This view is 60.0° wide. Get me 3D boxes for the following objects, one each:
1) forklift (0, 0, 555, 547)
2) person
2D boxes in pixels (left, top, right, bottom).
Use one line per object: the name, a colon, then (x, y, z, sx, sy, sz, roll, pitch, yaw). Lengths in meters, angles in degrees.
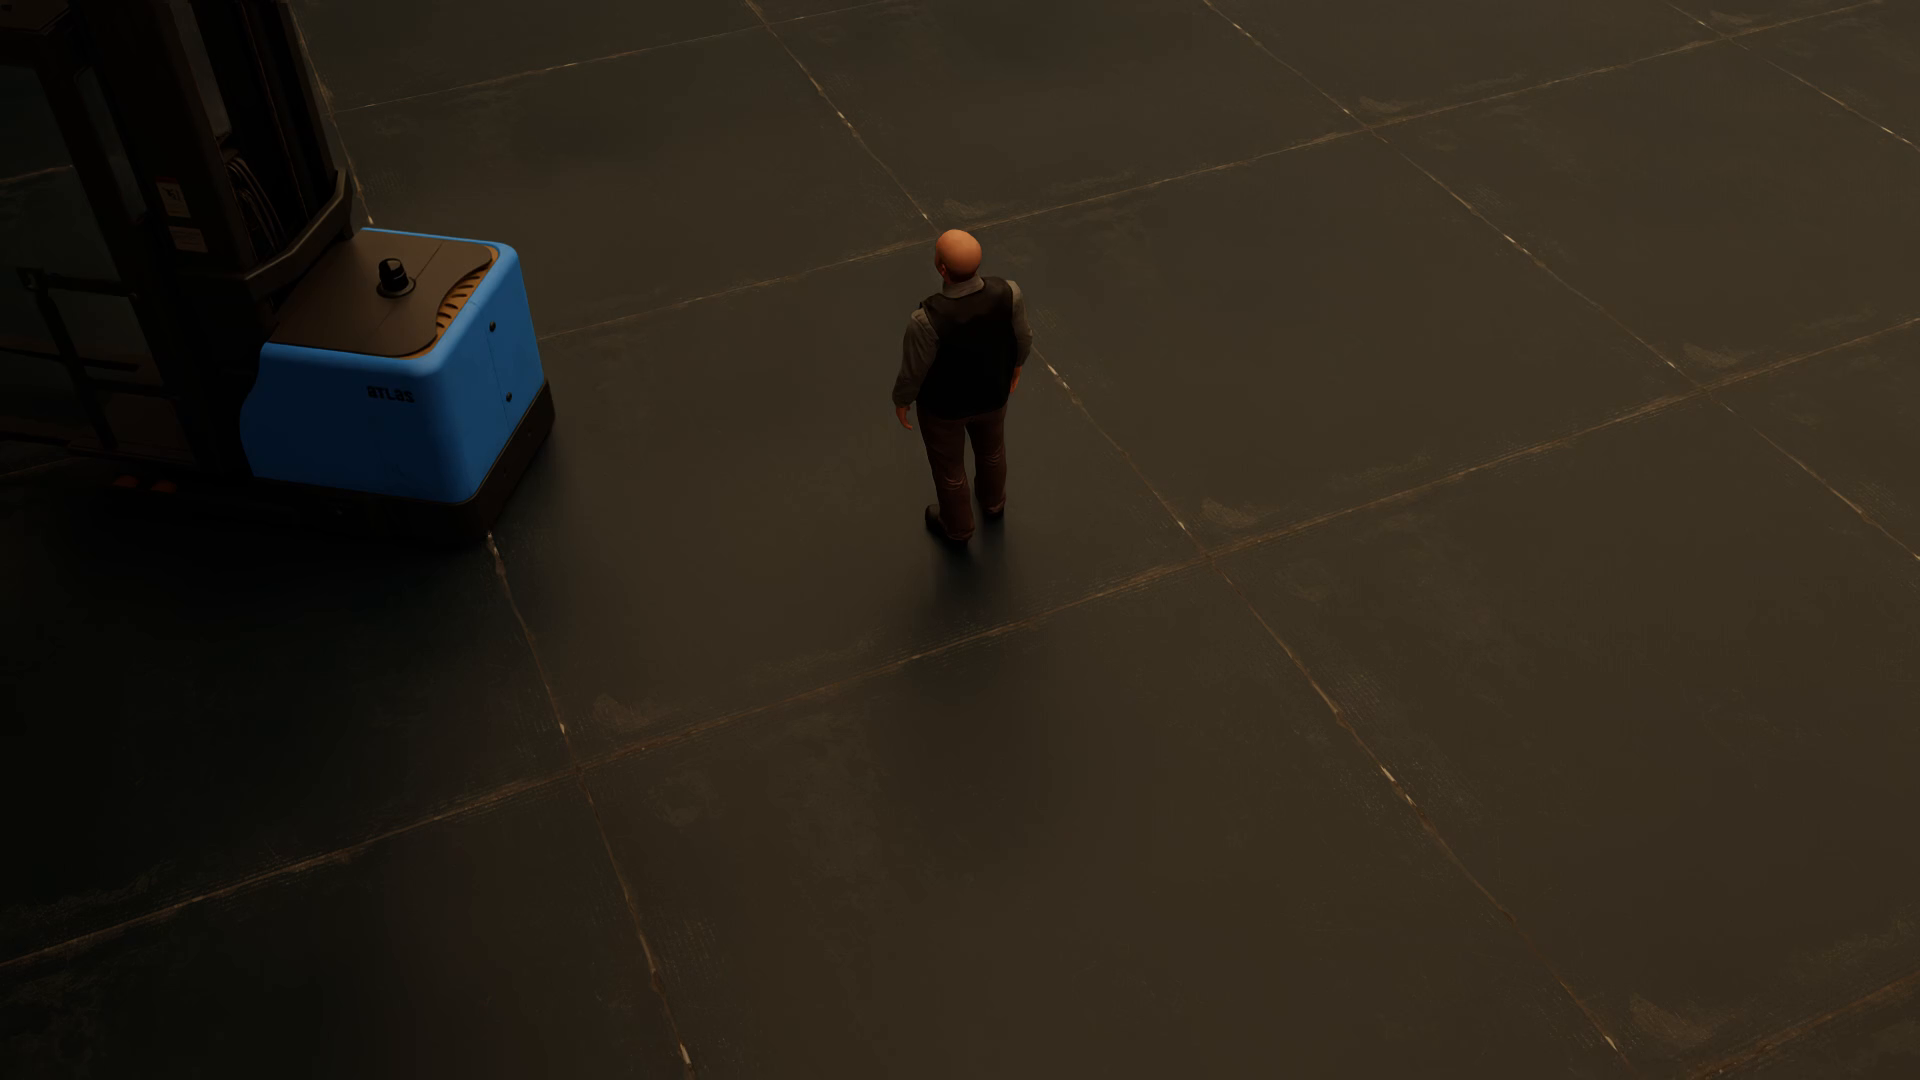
forklift: (-3.609, -1.539, 7.329, 3.031, 2.935, 1.130, 8, 44, 8)
person: (-0.022, -0.680, 7.285, 0.632, 1.720, 0.552, -18, 46, -18)
